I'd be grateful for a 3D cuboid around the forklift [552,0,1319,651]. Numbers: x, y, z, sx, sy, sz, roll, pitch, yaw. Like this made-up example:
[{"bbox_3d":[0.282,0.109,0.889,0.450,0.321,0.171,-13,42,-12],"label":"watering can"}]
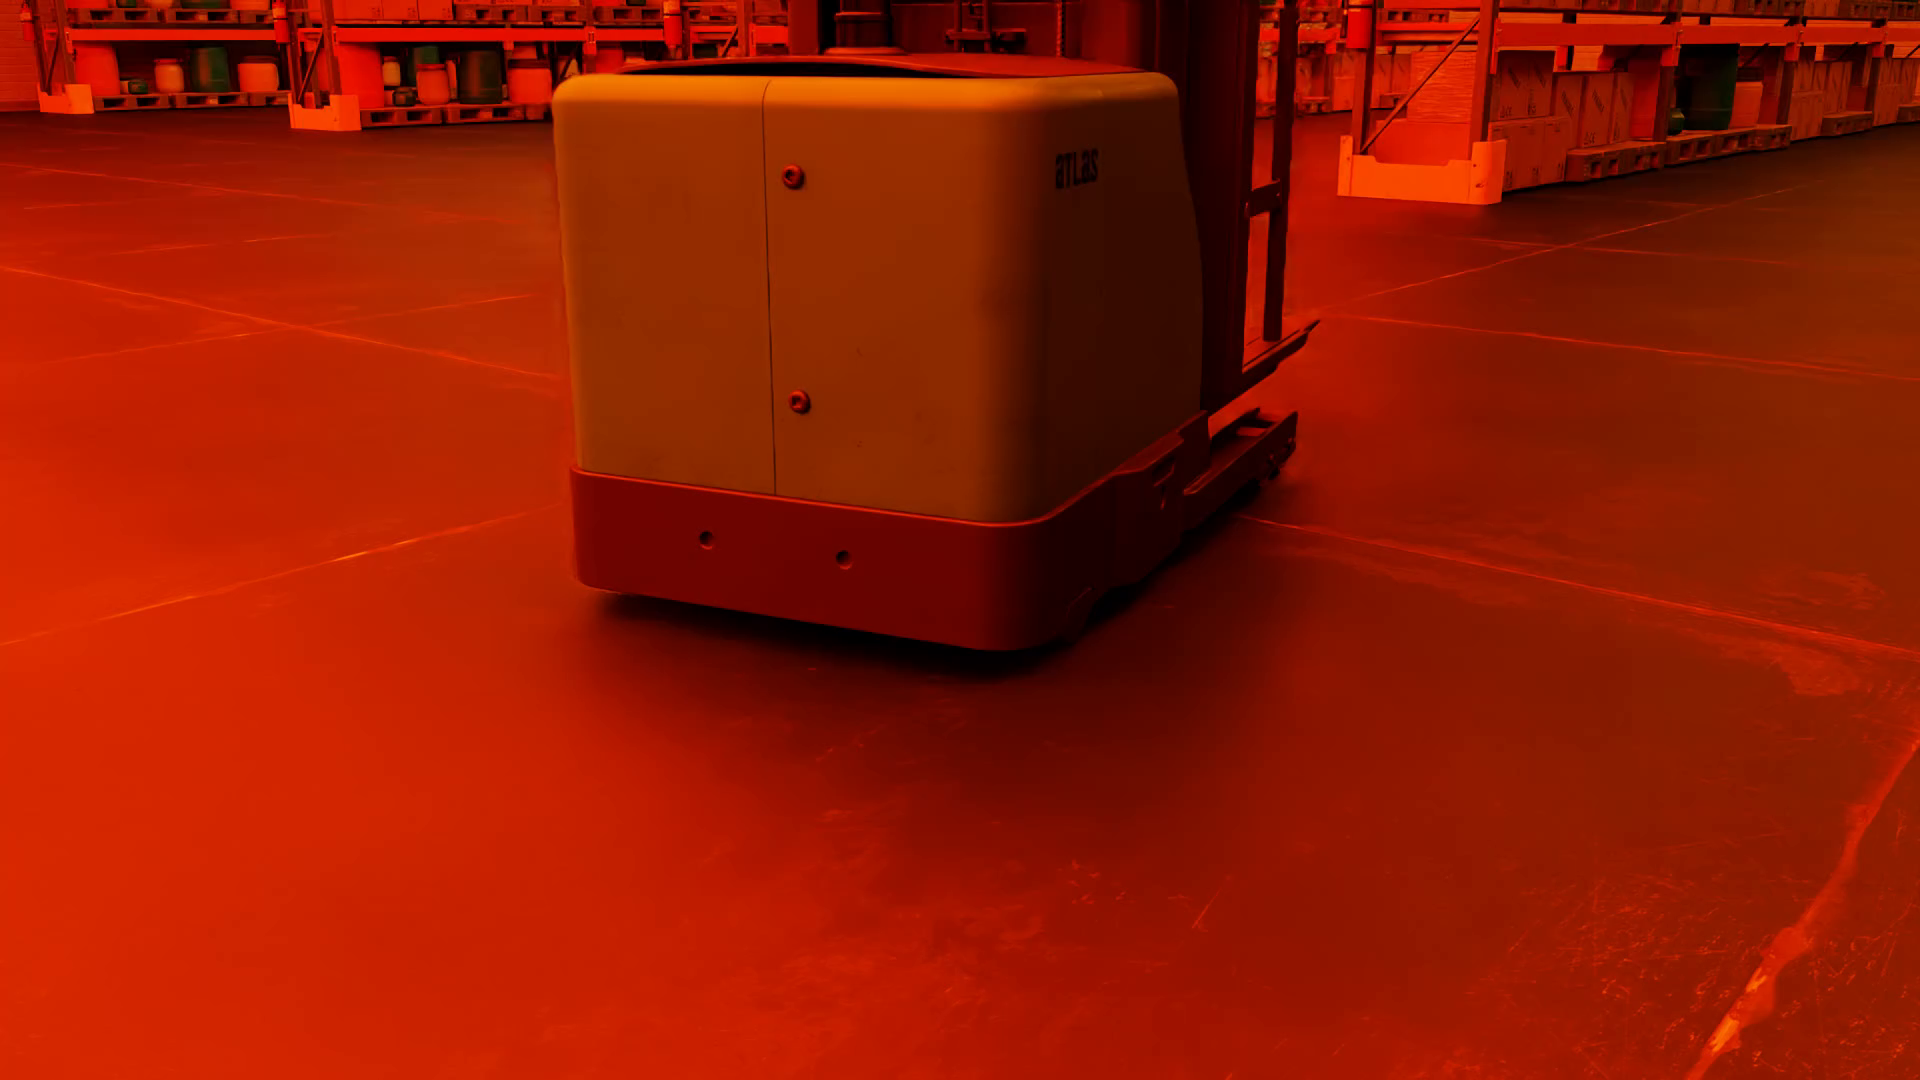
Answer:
[{"bbox_3d":[0.279,-1.584,4.113,1.130,2.935,3.031,8,18,23],"label":"forklift"}]
